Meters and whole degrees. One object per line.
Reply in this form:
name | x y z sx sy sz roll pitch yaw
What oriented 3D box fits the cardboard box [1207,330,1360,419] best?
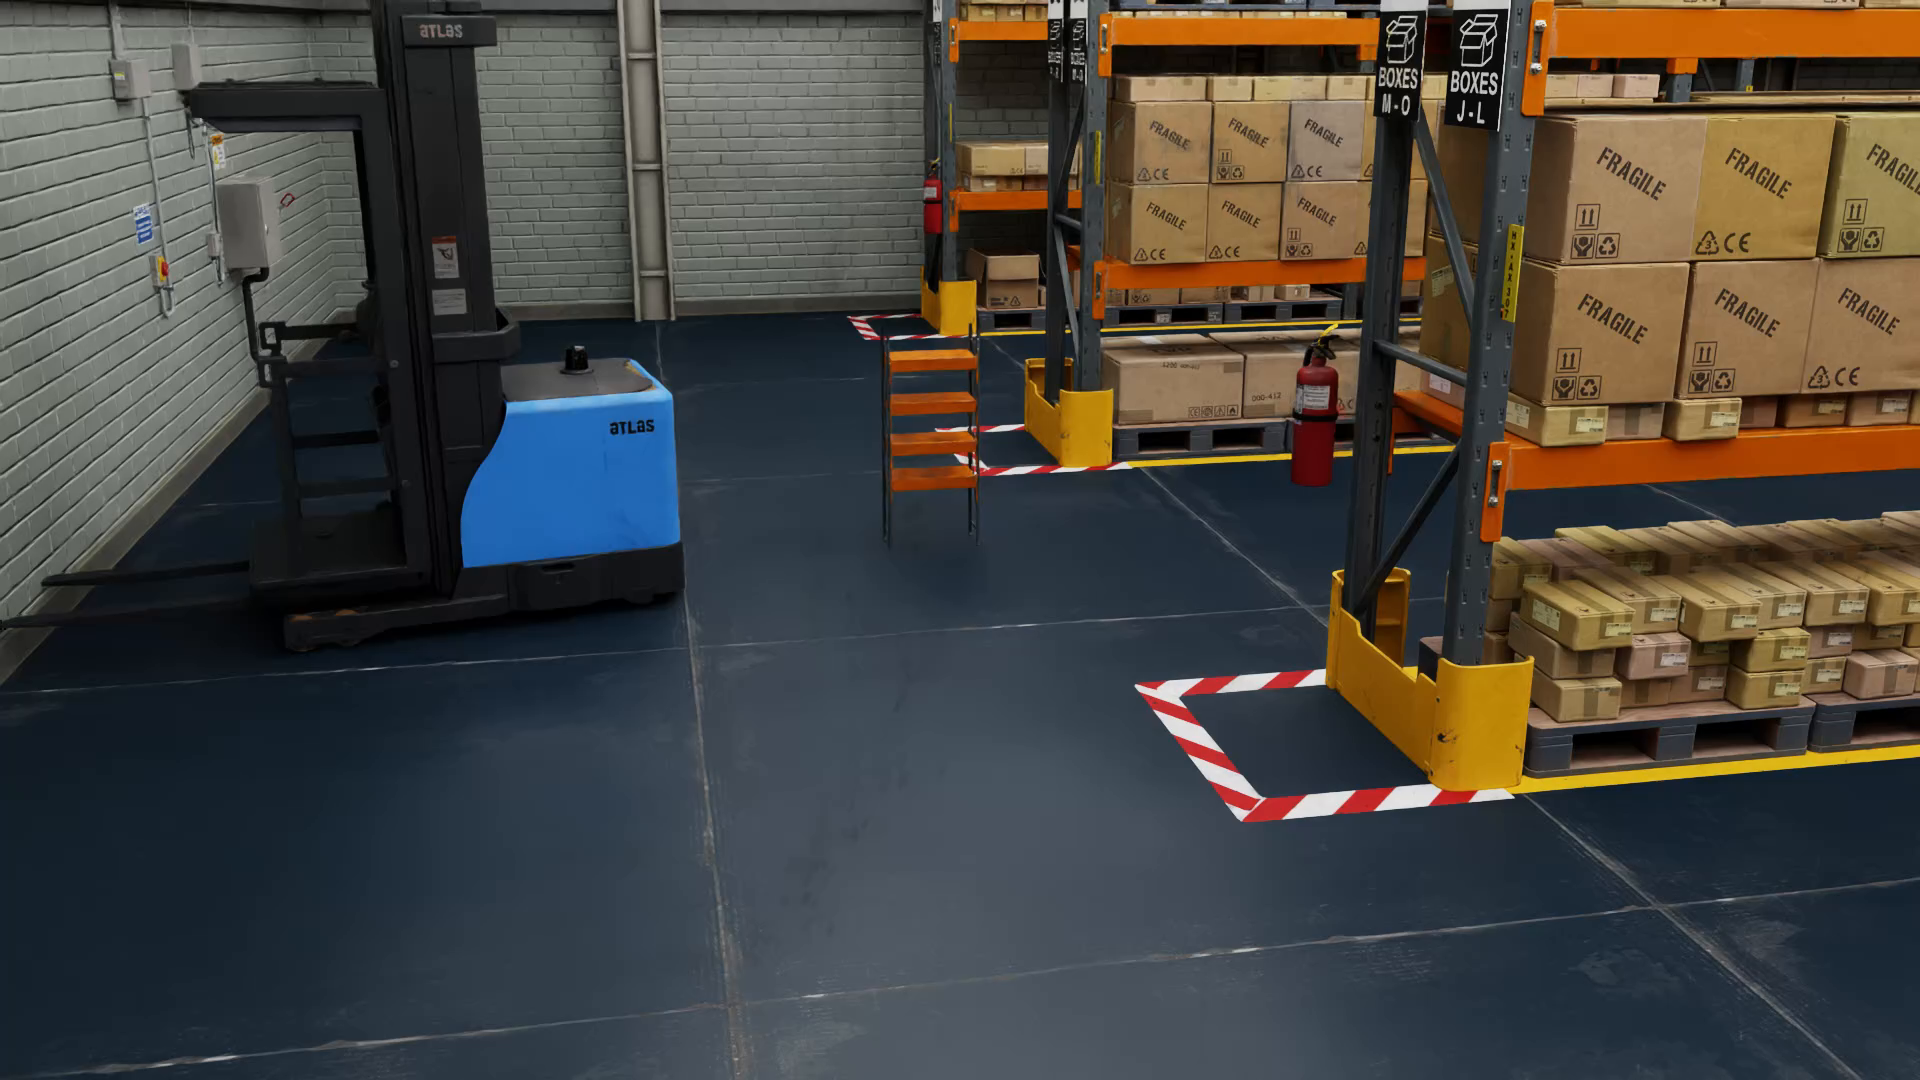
cardboard box | 2.279 -1.176 11.679 0.875 0.438 0.875 -3 17 -9

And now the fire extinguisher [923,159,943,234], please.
fire extinguisher | -0.249 -3.155 15.241 0.183 0.674 0.296 -3 17 -10

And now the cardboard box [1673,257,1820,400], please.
cardboard box | 2.805 -0.832 6.234 0.500 0.500 0.500 -3 17 -10

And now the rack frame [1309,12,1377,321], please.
rack frame | 3.735 -3.734 16.360 0.127 3.000 1.000 -3 17 -10

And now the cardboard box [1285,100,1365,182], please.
cardboard box | 2.288 -2.613 10.836 0.500 0.500 0.500 -3 17 -11

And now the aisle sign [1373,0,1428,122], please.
aisle sign | 1.663 -1.984 6.236 0.004 0.787 0.394 -3 17 -10

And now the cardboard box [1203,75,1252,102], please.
cardboard box | 1.675 -2.873 10.579 0.250 0.149 0.380 -3 17 -9

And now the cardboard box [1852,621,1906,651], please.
cardboard box | 3.631 0.315 6.811 0.250 0.149 0.380 -2 17 -8

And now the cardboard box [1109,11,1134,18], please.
cardboard box | 1.423 -4.840 15.279 0.250 0.149 0.380 -3 17 -11

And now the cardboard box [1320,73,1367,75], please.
cardboard box | 2.571 -3.090 11.286 0.250 0.149 0.380 -3 17 -9

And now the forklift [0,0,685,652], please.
forklift | -2.945 -1.062 7.778 3.031 2.935 1.130 -7 18 -21

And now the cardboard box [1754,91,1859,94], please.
cardboard box | 6.079 -2.980 12.032 0.500 0.500 0.500 -3 17 -9

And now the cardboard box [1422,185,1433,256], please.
cardboard box | 3.278 -2.189 11.160 0.500 0.500 0.500 -4 17 -11

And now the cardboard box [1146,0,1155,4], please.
cardboard box | 1.799 -5.056 15.305 0.500 0.250 0.500 -4 17 -11

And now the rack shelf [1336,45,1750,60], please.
rack shelf | 5.699 -4.936 16.388 4.000 0.370 1.077 -3 17 -10

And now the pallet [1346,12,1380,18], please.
pallet | 4.389 -5.094 16.000 1.003 0.211 1.213 -3 17 -10

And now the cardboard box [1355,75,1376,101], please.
cardboard box | 2.685 -2.931 10.766 0.250 0.149 0.380 -4 17 -12

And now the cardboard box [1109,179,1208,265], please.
cardboard box | 1.279 -2.072 10.780 0.500 0.500 0.500 -3 17 -11

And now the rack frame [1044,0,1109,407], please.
rack frame | 0.753 -2.081 10.977 0.127 3.000 1.000 -3 17 -10

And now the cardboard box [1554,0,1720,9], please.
cardboard box | 2.281 -1.973 5.772 0.500 0.250 0.500 -3 17 -8

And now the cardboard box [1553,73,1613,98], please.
cardboard box | 4.159 -3.047 11.145 0.250 0.149 0.380 -3 17 -9

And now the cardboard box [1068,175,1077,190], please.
cardboard box | 0.935 -3.379 15.632 0.250 0.149 0.380 -3 17 -9

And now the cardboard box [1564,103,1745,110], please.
cardboard box | 2.691 -1.453 6.552 0.500 0.500 0.500 -4 17 -12

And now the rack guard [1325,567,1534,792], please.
rack guard | 1.866 0.531 6.730 0.348 0.500 1.175 -3 17 -10

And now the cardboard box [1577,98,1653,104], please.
cardboard box | 4.269 -2.723 11.196 0.500 0.500 0.500 -3 17 -11

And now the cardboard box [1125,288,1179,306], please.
cardboard box | 1.811 -2.561 16.083 0.500 0.500 0.500 -3 17 -9

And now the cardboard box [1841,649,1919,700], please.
cardboard box | 3.616 0.499 6.719 0.250 0.149 0.380 -4 18 -13

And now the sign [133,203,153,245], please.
sign | -4.830 -1.872 9.836 0.001 0.218 0.327 -3 17 -10

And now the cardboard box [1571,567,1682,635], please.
cardboard box | 2.618 0.237 6.558 0.250 0.149 0.380 -3 17 -9

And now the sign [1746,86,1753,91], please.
sign | 7.775 -4.317 16.420 0.005 0.325 0.100 -3 17 -10

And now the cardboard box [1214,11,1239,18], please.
cardboard box | 2.422 -4.899 15.471 0.250 0.149 0.380 -3 17 -9

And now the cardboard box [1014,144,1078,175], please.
cardboard box | 0.799 -3.558 15.534 0.500 0.250 0.500 -3 17 -10

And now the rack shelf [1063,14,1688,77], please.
rack shelf | 2.717 -3.282 11.005 4.000 0.370 1.077 -3 17 -10

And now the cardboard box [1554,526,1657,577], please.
cardboard box | 2.751 0.067 7.111 0.250 0.149 0.380 -4 17 -12

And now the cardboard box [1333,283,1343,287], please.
cardboard box | 4.161 -2.853 17.032 0.500 0.500 0.500 -3 17 -11

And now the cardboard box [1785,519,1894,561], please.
cardboard box | 3.802 0.035 7.217 0.250 0.149 0.380 -3 17 -10

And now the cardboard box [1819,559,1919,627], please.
cardboard box | 3.659 0.208 6.652 0.250 0.149 0.380 -3 17 -10

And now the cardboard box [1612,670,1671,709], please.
cardboard box | 2.608 0.528 6.625 0.250 0.149 0.380 -3 17 -11

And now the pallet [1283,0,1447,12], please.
pallet | 2.680 -3.585 10.918 1.213 0.211 1.003 -3 17 -10

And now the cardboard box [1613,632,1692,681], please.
cardboard box | 2.634 0.406 6.513 0.250 0.149 0.380 -3 17 -11

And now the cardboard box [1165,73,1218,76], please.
cardboard box | 1.550 -3.054 11.168 0.250 0.149 0.380 -3 17 -11

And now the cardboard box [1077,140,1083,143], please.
cardboard box | 1.203 -3.739 16.124 0.500 0.250 0.500 -3 17 -9

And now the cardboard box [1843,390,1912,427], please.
cardboard box | 3.435 -0.556 6.441 0.250 0.149 0.380 -4 17 -12

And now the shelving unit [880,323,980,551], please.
shelving unit | -0.163 -0.564 9.106 0.503 1.200 0.258 -3 17 -10

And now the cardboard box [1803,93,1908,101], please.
cardboard box | 6.154 -2.834 11.558 0.500 0.500 0.500 -4 17 -12

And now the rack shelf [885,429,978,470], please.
rack shelf | -0.163 -0.500 9.125 0.480 0.148 0.258 -3 17 -10

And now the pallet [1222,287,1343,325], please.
pallet | 3.061 -2.363 16.646 1.213 0.211 1.003 -3 17 -10

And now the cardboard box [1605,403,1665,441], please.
cardboard box | 2.414 -0.489 6.222 0.250 0.149 0.380 -3 17 -8

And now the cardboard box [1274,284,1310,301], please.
cardboard box | 3.244 -2.456 16.341 0.250 0.149 0.380 -4 17 -12

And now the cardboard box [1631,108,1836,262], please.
cardboard box | 2.777 -1.306 6.074 0.500 0.500 0.500 -3 17 -9

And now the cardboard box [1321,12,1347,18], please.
cardboard box | 3.438 -4.943 15.614 0.250 0.149 0.380 -3 17 -11

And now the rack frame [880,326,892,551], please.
rack frame | -0.402 -0.551 9.061 0.015 1.200 0.240 -3 17 -10
